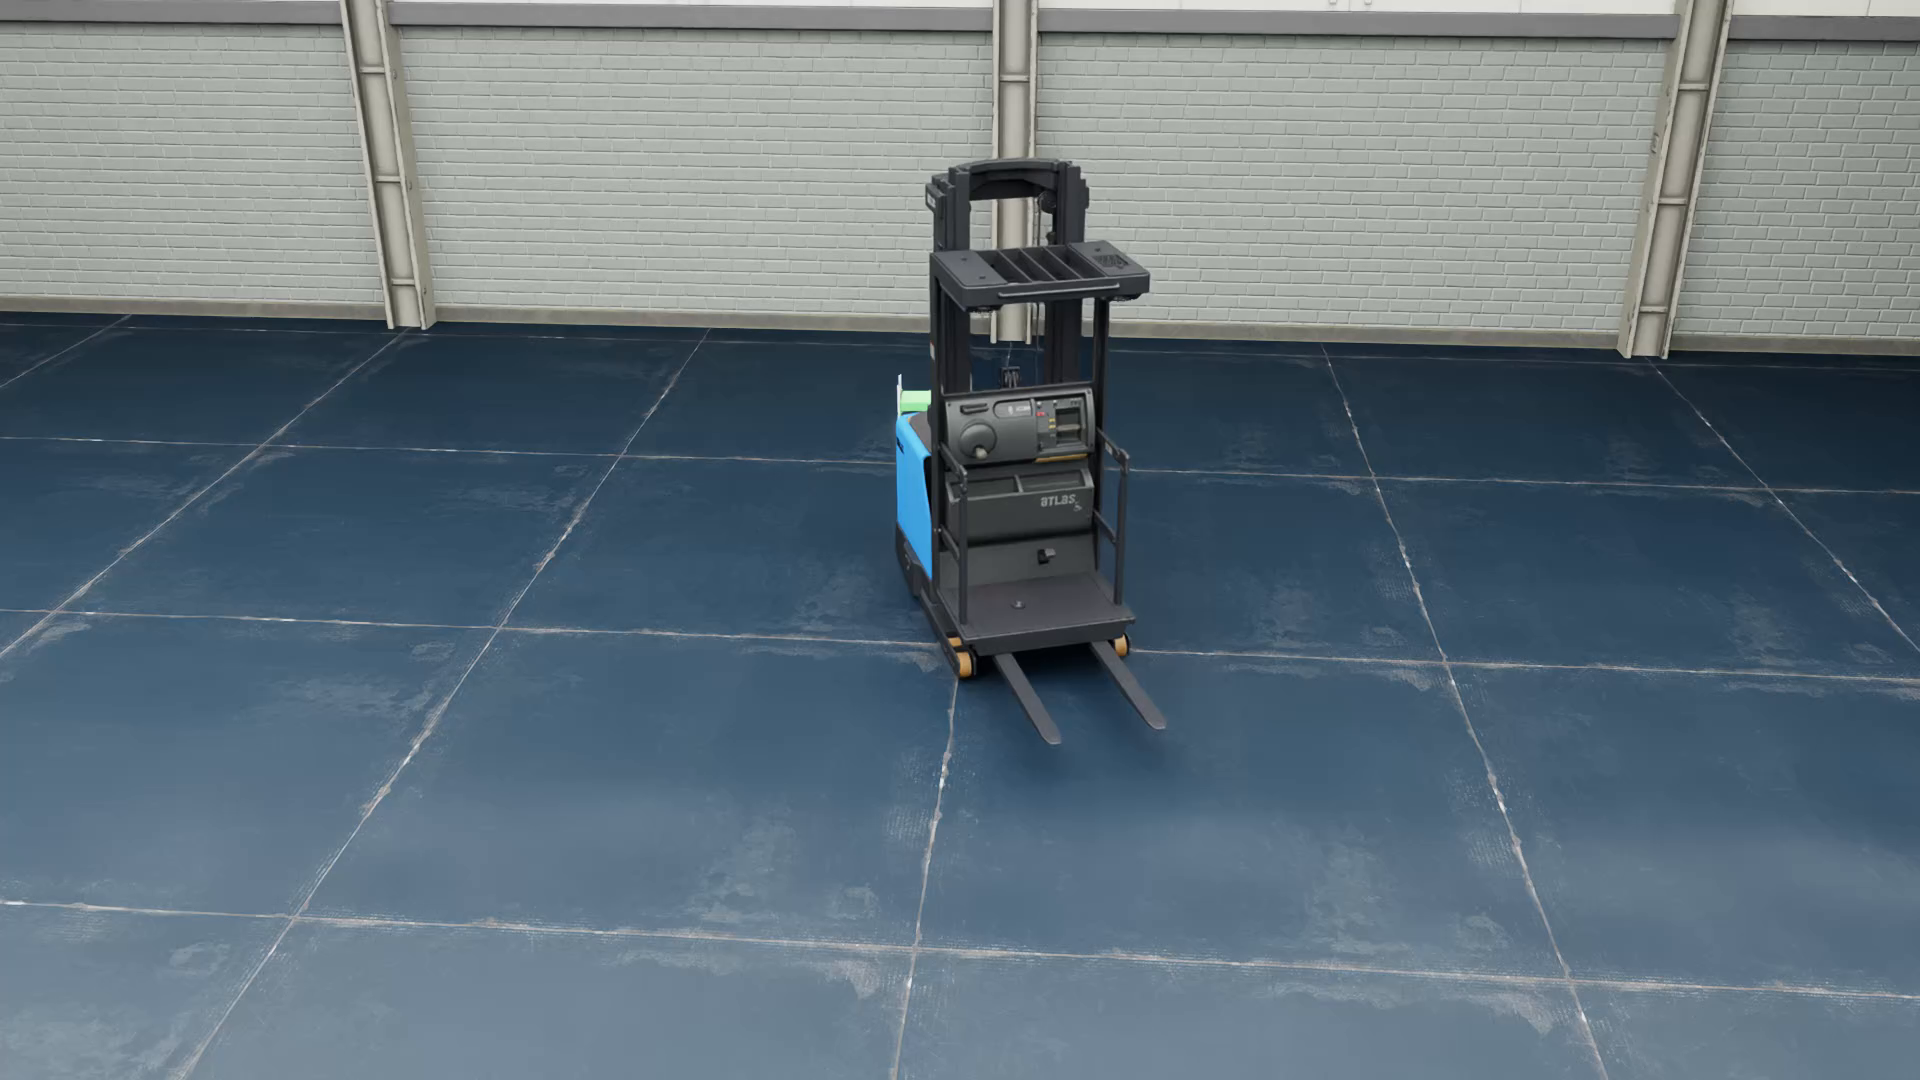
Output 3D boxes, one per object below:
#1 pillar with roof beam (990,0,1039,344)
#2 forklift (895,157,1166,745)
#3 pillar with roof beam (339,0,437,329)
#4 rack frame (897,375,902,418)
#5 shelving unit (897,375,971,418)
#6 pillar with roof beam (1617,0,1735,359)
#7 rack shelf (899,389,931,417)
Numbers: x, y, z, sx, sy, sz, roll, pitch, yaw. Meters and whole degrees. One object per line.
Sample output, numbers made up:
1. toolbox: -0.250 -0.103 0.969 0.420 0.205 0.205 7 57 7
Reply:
1. pillar with roof beam: 0.173 -4.262 10.459 0.400 9.000 9.100 2 25 4
2. forklift: 0.425 -0.666 9.903 1.130 2.935 3.031 -6 25 -14
3. pillar with roof beam: -5.809 -4.454 10.876 0.400 9.000 9.100 2 25 4
4. rack frame: -0.420 -0.559 11.741 0.015 1.200 0.240 0 25 0
5. shelving unit: -0.176 -0.558 11.739 0.503 1.200 0.258 0 25 0
6. pillar with roof beam: 6.156 -4.070 10.041 0.400 9.000 9.100 2 25 4
7. rack shelf: -0.176 -0.936 11.565 0.480 0.148 0.258 0 25 0
